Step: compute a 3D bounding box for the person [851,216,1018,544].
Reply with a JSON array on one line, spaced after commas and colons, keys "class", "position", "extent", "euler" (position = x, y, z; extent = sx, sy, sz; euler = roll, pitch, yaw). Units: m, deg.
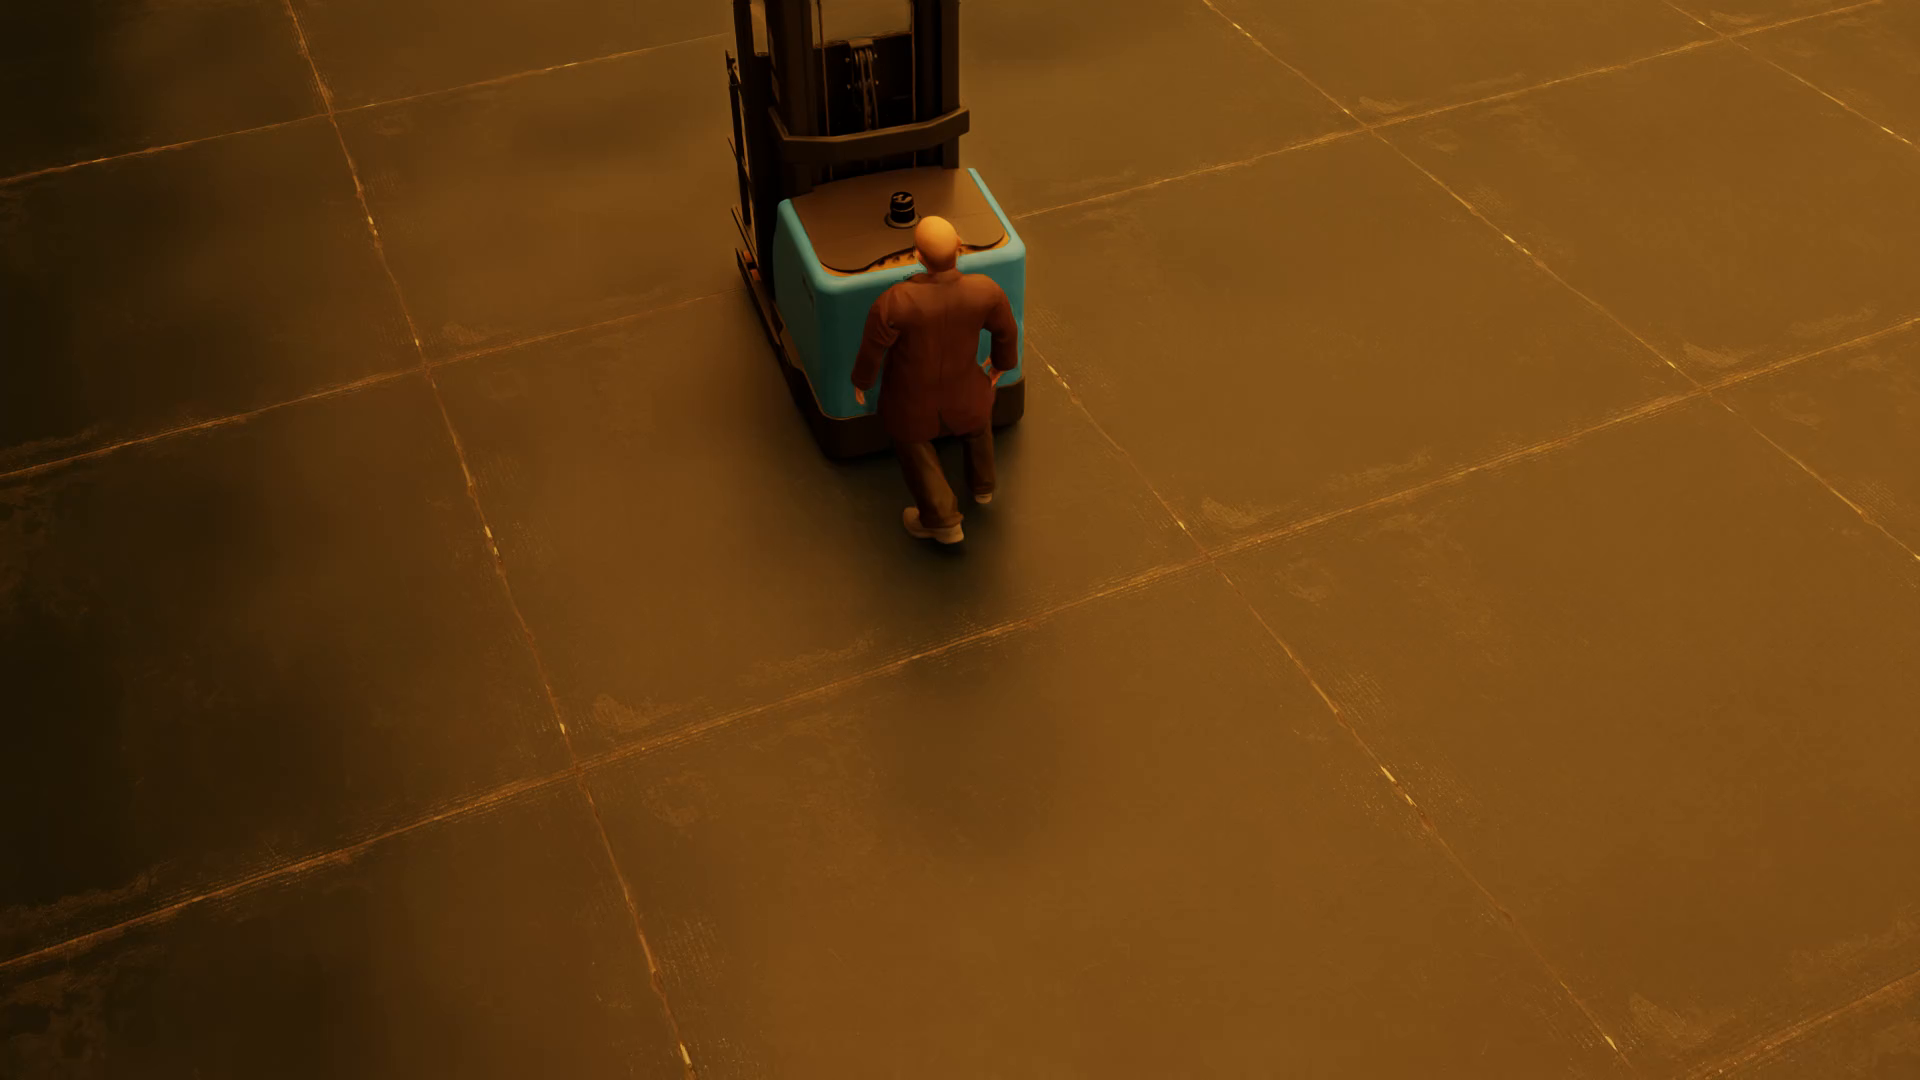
[{"class": "person", "position": [-0.127, -0.774, 7.401], "extent": [0.758, 1.734, 0.693], "euler": [-10, 44, -10]}]

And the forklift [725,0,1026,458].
[{"class": "forklift", "position": [-0.621, -2.496, 8.354], "extent": [1.130, 2.935, 3.031], "euler": [-13, 45, -13]}]
